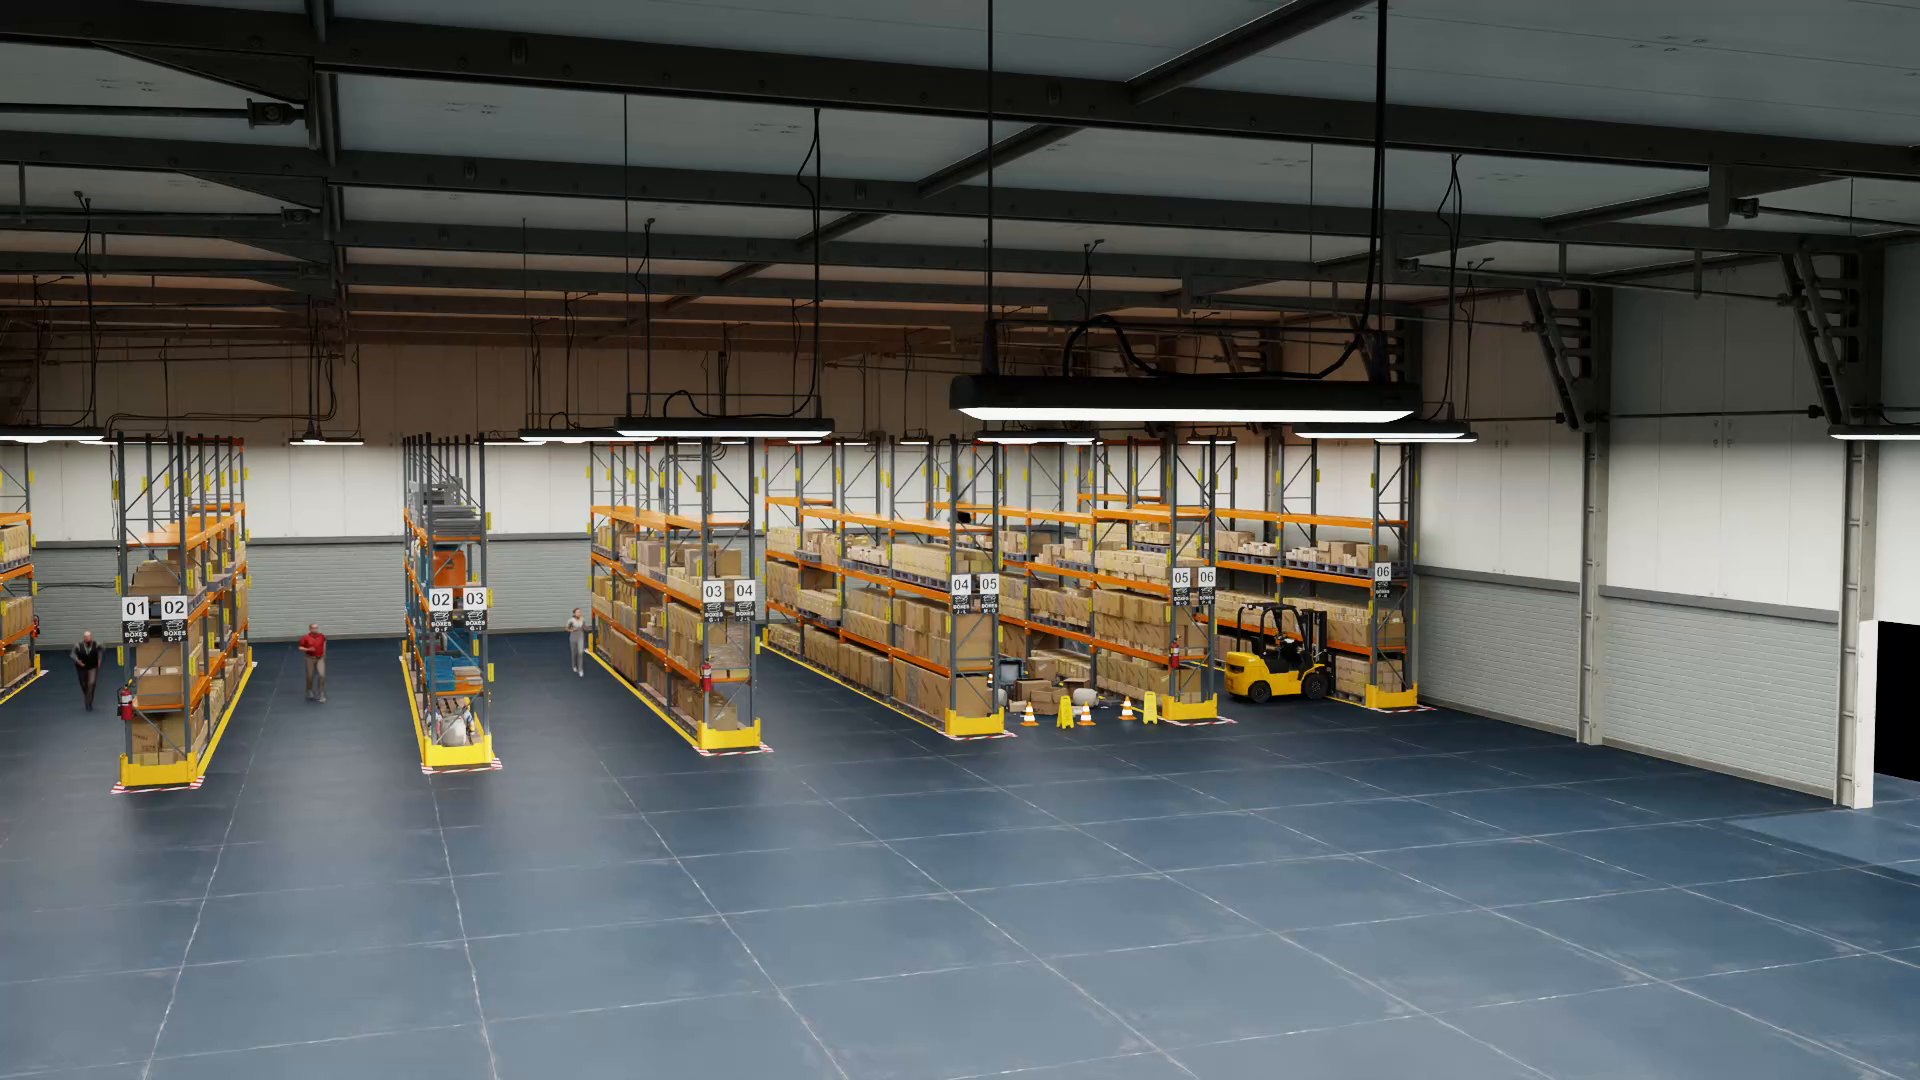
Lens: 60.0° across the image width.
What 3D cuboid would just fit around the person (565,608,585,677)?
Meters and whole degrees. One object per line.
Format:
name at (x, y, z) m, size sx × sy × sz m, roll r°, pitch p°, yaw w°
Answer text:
person at (-9.694, 2.565, 41.966) m, size 0.548 × 1.695 × 0.874 m, roll -1°, pitch 3°, yaw -25°

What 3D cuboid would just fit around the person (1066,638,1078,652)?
person at (2.926, 2.360, 45.516) m, size 0.580 × 1.706 × 0.910 m, roll -1°, pitch 3°, yaw -25°

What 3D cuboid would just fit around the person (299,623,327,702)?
person at (-14.650, 2.774, 37.668) m, size 0.644 × 1.788 × 0.826 m, roll -2°, pitch 4°, yaw -33°

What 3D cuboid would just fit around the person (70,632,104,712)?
person at (-19.171, 2.856, 36.544) m, size 0.661 × 1.718 × 1.095 m, roll -2°, pitch 4°, yaw -26°
